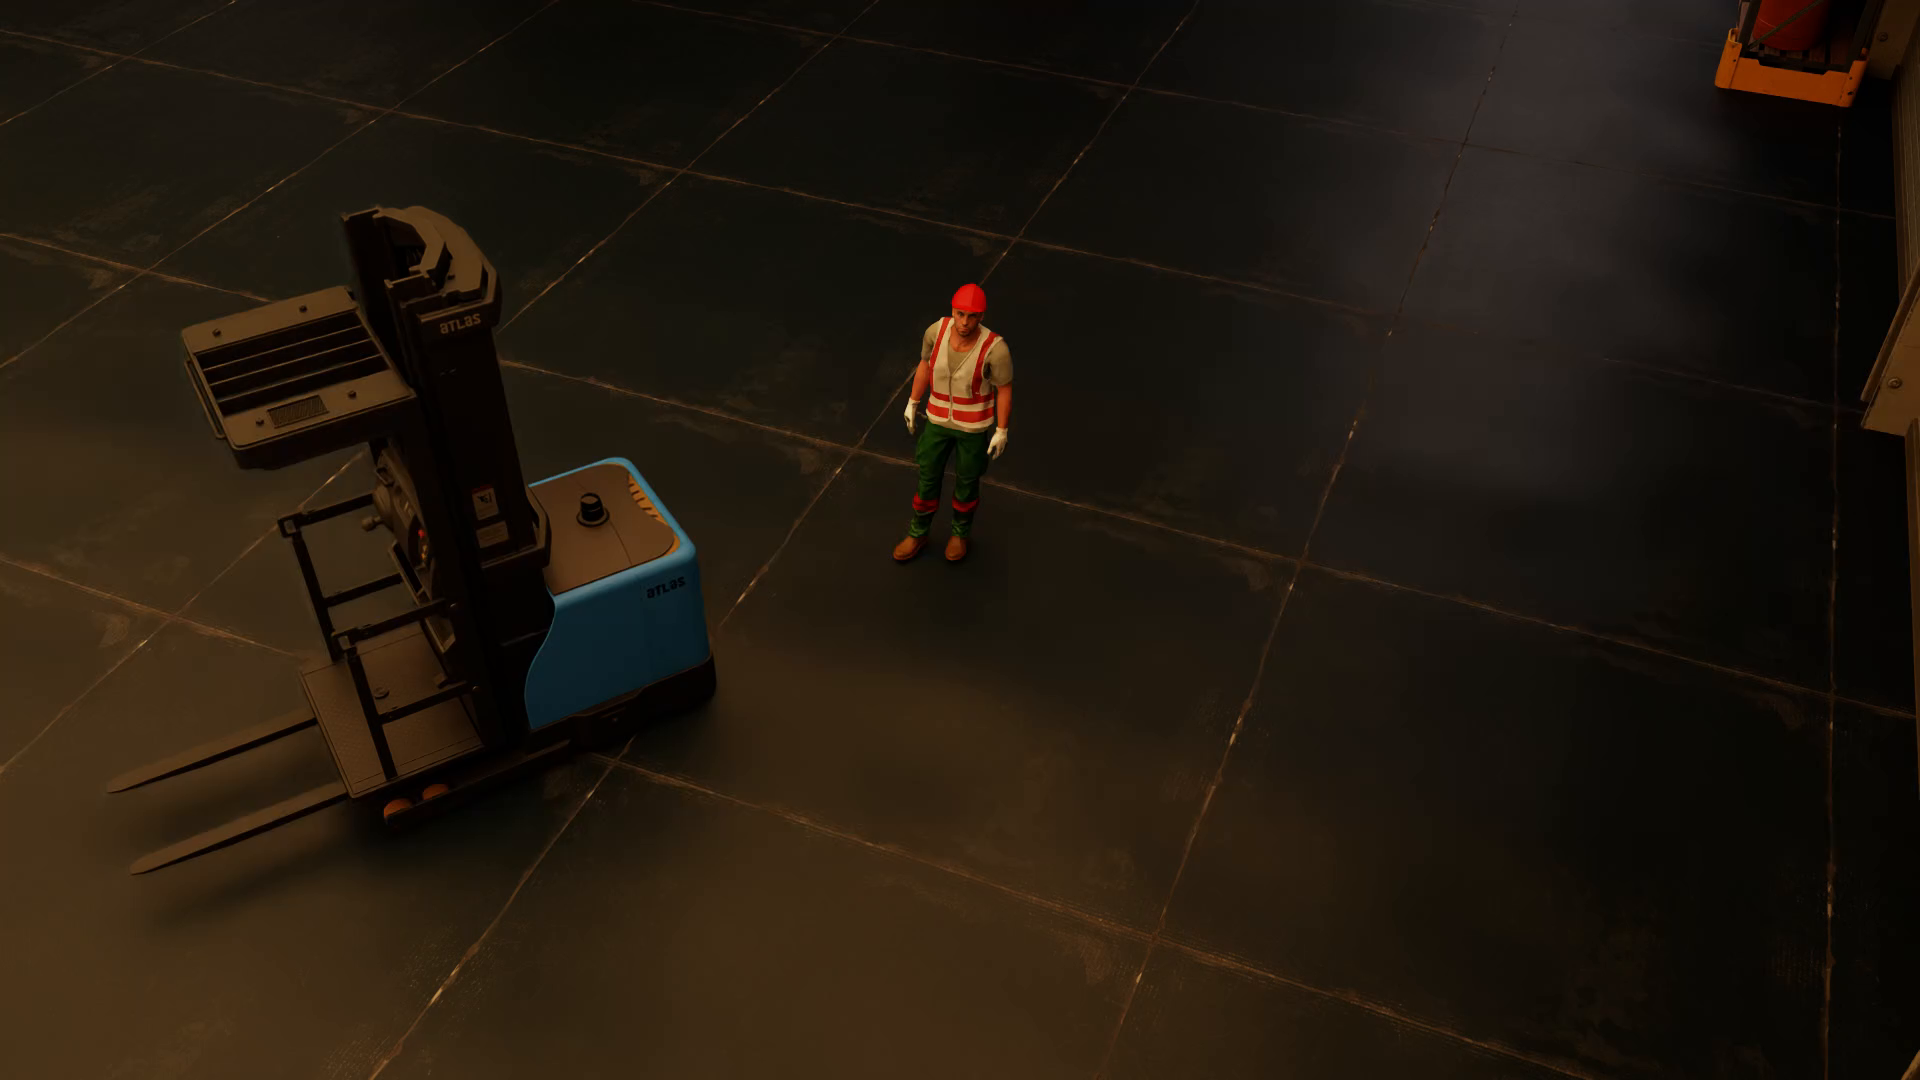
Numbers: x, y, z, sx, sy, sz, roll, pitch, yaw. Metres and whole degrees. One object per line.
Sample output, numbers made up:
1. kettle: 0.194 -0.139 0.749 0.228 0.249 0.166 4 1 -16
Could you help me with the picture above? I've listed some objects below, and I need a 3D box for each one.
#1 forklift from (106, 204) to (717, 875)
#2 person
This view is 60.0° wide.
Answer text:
1. forklift: -2.876 -0.027 8.039 3.031 2.935 1.130 -21 44 -23
2. person: -0.041 -0.646 9.657 0.638 1.789 0.562 15 42 17
